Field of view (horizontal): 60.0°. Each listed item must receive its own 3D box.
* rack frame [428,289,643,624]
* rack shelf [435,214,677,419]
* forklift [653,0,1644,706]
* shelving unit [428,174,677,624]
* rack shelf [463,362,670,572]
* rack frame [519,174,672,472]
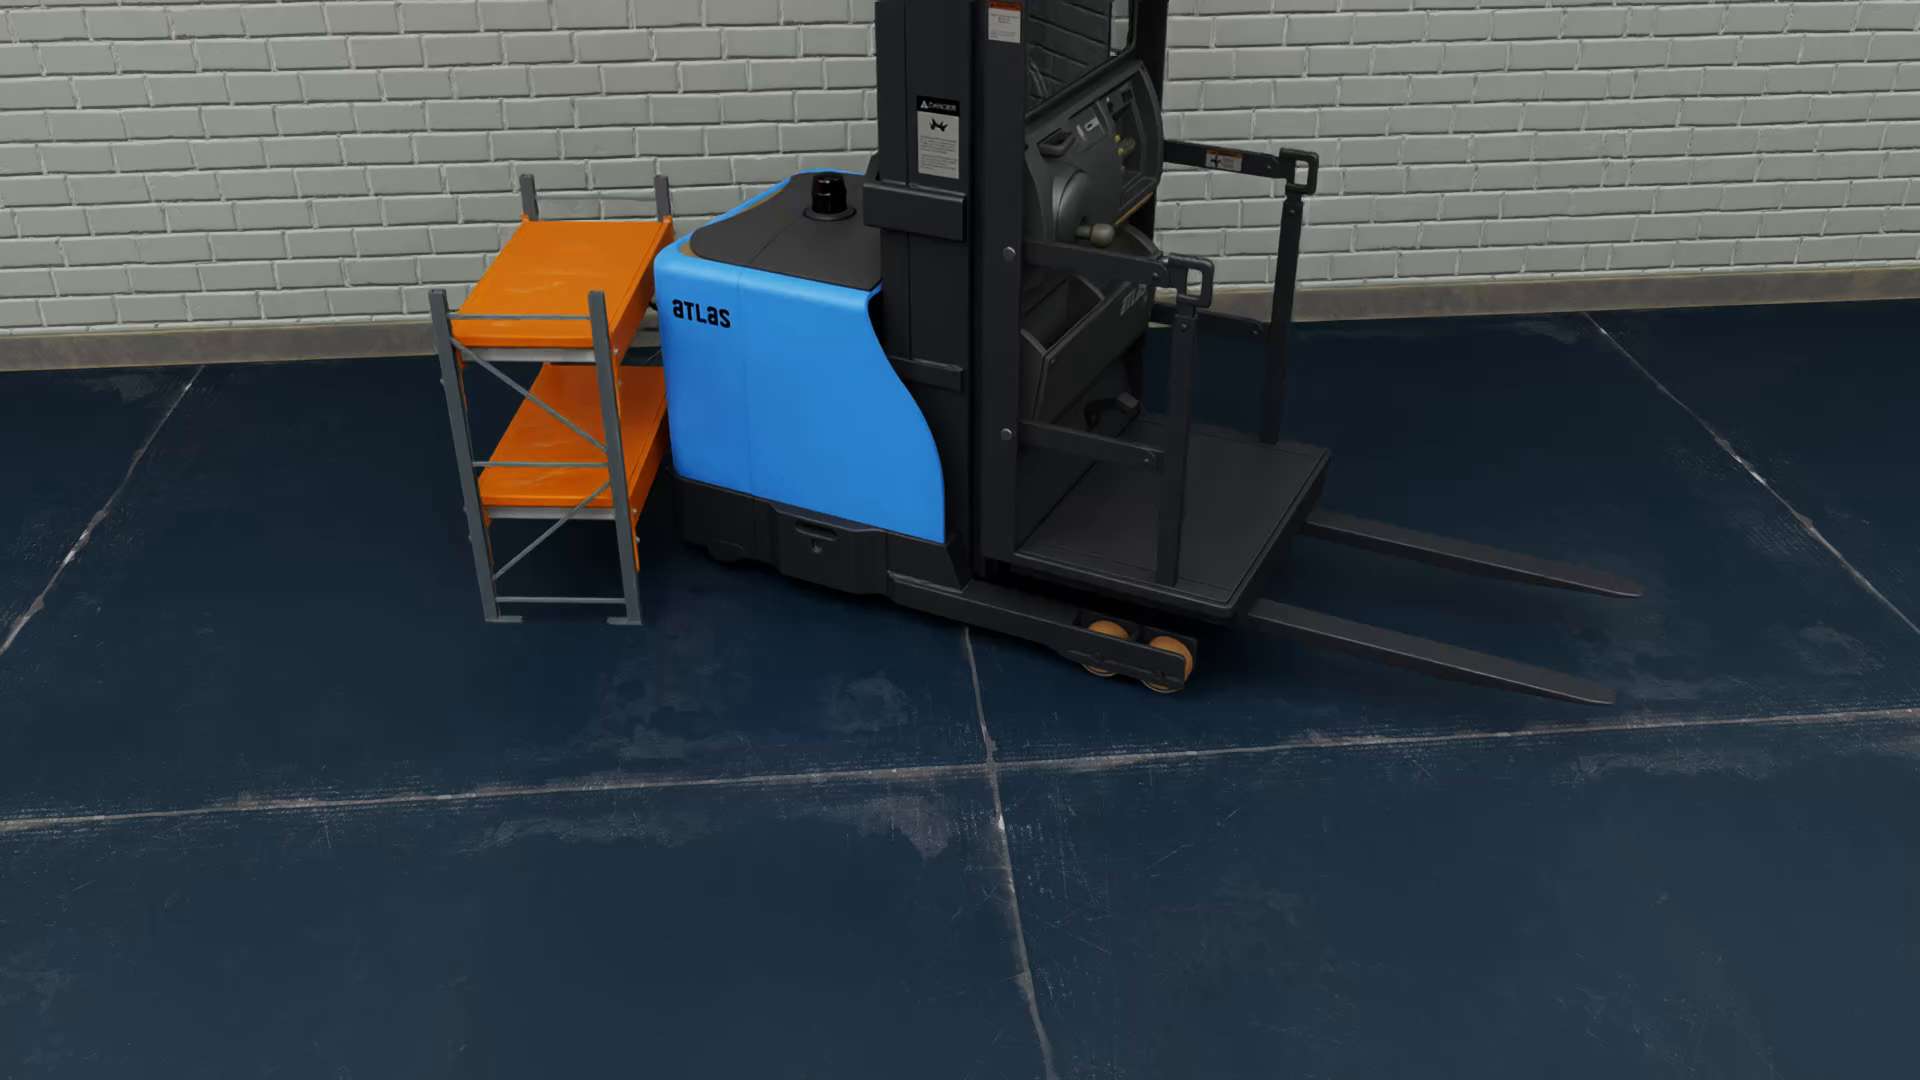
[{"bbox_3d":[-1.266,-0.226,5.030,0.500,1.125,0.032,1,31,1],"label":"rack frame"},{"bbox_3d":[-1.252,-0.737,5.316,0.538,0.278,1.000,1,31,1],"label":"rack shelf"},{"bbox_3d":[0.581,-1.111,4.753,3.031,2.935,1.130,14,34,22],"label":"forklift"},{"bbox_3d":[-1.252,-0.486,5.466,0.538,1.125,1.048,1,31,1],"label":"shelving unit"},{"bbox_3d":[-1.251,-0.276,5.592,0.538,0.278,1.000,1,31,1],"label":"rack shelf"},{"bbox_3d":[-1.238,-0.747,5.903,0.500,1.125,0.032,1,31,1],"label":"rack frame"}]
